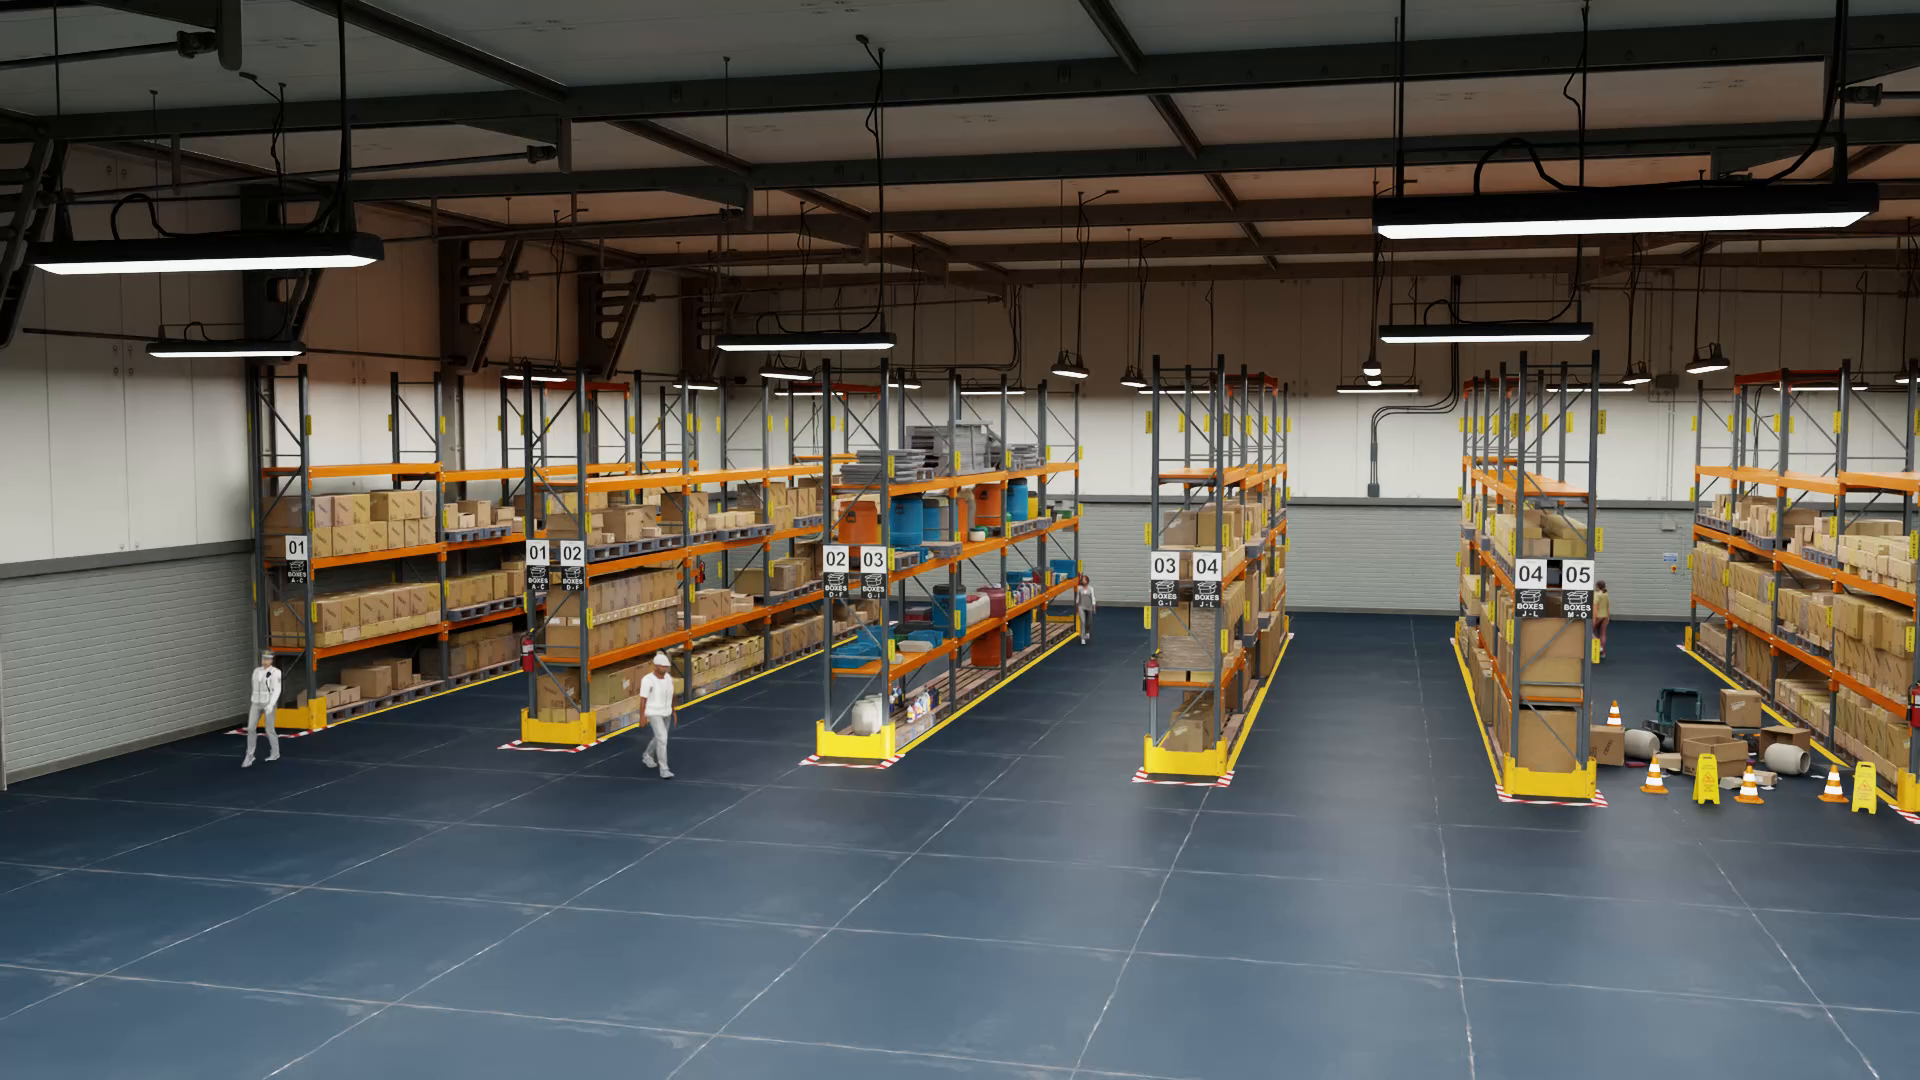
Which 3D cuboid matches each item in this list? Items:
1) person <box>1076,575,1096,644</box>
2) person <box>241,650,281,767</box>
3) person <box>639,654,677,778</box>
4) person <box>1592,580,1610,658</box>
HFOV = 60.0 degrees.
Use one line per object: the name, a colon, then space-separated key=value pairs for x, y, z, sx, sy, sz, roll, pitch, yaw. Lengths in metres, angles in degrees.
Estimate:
person: x=2.881 y=1.576 z=38.127 sx=0.426 sy=1.554 sz=0.886 roll=0 pitch=4 yaw=-2
person: x=-10.349 y=2.488 z=24.613 sx=0.510 sy=1.705 sz=0.642 roll=1 pitch=4 yaw=9
person: x=-4.328 y=2.495 z=23.876 sx=0.894 sy=1.736 sz=0.574 roll=2 pitch=5 yaw=31
person: x=13.790 y=1.698 z=35.811 sx=0.487 sy=1.670 sz=0.461 roll=-2 pitch=4 yaw=-26
